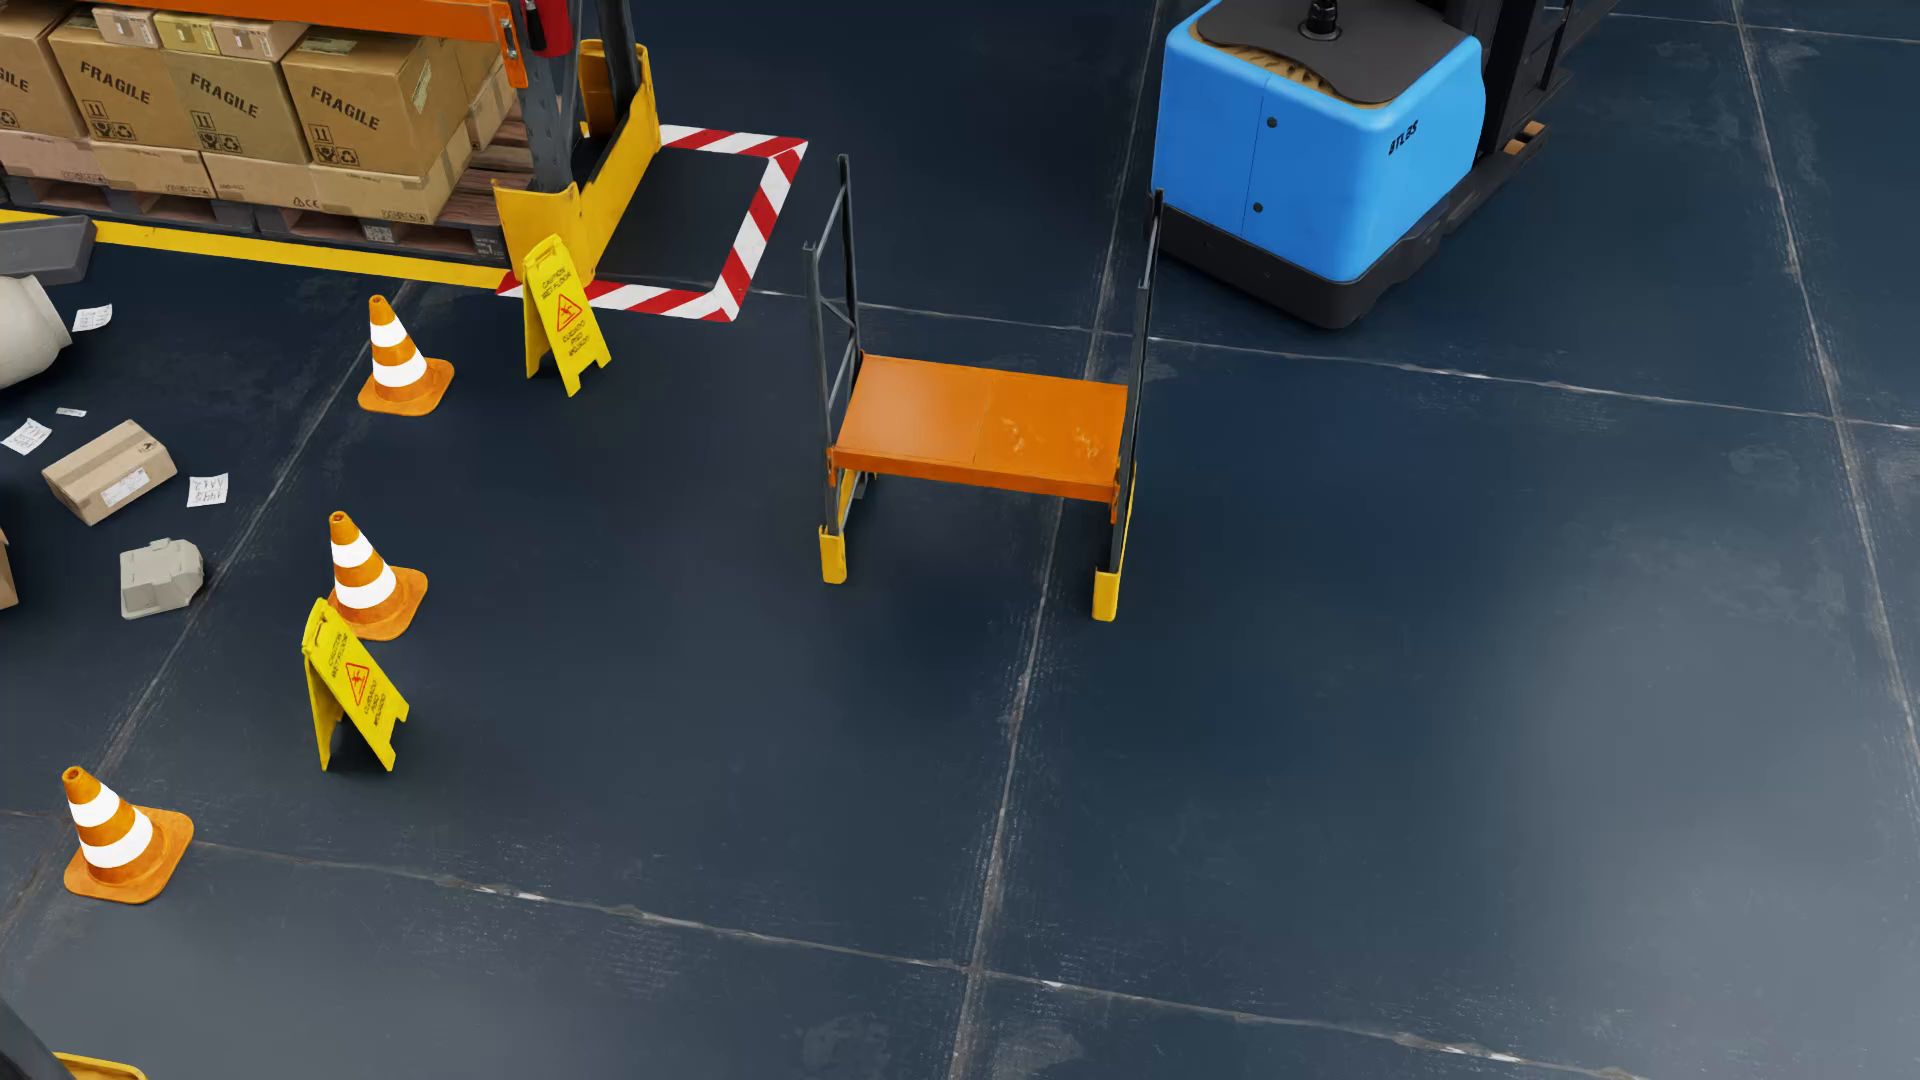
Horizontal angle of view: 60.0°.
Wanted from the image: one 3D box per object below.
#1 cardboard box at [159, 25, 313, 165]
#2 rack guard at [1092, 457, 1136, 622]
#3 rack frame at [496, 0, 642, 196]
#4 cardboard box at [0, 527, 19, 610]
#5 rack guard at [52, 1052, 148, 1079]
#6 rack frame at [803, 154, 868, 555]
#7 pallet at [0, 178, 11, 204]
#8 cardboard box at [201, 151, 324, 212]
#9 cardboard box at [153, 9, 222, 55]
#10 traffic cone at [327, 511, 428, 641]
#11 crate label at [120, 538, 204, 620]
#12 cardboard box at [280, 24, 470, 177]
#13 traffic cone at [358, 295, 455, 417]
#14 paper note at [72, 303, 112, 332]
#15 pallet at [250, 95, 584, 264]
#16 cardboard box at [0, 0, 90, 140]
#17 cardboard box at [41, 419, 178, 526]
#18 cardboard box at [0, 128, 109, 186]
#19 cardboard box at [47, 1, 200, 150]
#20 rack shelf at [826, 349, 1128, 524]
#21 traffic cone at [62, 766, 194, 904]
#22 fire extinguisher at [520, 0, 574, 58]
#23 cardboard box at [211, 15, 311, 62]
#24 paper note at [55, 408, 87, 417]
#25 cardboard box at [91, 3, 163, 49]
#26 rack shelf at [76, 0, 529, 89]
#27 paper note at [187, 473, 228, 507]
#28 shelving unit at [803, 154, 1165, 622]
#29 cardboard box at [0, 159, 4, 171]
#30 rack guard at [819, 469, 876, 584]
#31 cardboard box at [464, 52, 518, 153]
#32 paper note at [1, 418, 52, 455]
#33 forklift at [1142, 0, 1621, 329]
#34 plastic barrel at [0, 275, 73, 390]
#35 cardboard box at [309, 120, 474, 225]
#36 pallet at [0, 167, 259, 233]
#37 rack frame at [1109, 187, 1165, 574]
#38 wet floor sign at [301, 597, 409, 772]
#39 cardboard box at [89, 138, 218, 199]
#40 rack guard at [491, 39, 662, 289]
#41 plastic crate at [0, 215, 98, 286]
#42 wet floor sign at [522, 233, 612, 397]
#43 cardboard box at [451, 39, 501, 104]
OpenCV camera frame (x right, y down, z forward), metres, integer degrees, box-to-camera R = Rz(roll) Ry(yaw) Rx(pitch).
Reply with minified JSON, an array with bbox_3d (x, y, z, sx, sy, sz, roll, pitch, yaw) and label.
[{"bbox_3d":[-2.963,-1.973,7.068,0.500,0.500,0.500,9,49,8],"label":"cardboard box"},{"bbox_3d":[0.565,-0.008,6.089,0.087,0.250,0.587,8,49,7],"label":"rack guard"},{"bbox_3d":[-1.614,-2.520,6.497,0.127,3.000,1.000,8,49,7],"label":"rack frame"},{"bbox_3d":[-3.793,-0.064,5.970,0.637,0.503,0.797,-23,52,-19],"label":"cardboard box"},{"bbox_3d":[-2.371,1.956,4.157,0.348,0.500,1.175,8,49,7],"label":"rack guard"},{"bbox_3d":[-0.416,-0.557,5.742,0.032,1.500,0.500,8,49,7],"label":"rack frame"},{"bbox_3d":[-4.883,-2.054,7.953,1.213,0.211,1.003,8,49,7],"label":"pallet"},{"bbox_3d":[-2.966,-1.725,7.350,0.500,0.250,0.500,8,49,7],"label":"cardboard box"},{"bbox_3d":[-3.069,-2.158,6.799,0.250,0.149,0.380,8,49,7],"label":"cardboard box"},{"bbox_3d":[-2.129,0.073,5.873,0.334,0.463,0.336,8,49,7],"label":"traffic cone"},{"bbox_3d":[-2.914,0.123,6.047,0.298,0.136,0.250,-15,50,-13],"label":"crate label"},{"bbox_3d":[-2.449,-1.907,7.009,0.500,0.500,0.500,8,49,7],"label":"cardboard box"},{"bbox_3d":[-2.266,-0.784,6.644,0.334,0.463,0.336,8,49,7],"label":"traffic cone"},{"bbox_3d":[-3.696,-0.949,7.082,0.148,0.019,0.142,-7,48,-7],"label":"paper note"},{"bbox_3d":[-2.482,-1.731,7.663,1.213,0.211,1.003,8,49,7],"label":"pallet"},{"bbox_3d":[-3.979,-2.113,7.194,0.500,0.500,0.500,10,49,9],"label":"cardboard box"},{"bbox_3d":[-3.262,-0.261,6.385,0.250,0.149,0.380,32,56,26],"label":"cardboard box"},{"bbox_3d":[-3.968,-1.864,7.474,0.500,0.250,0.500,7,48,6],"label":"cardboard box"},{"bbox_3d":[-3.458,-2.045,7.133,0.500,0.500,0.500,7,48,6],"label":"cardboard box"},{"bbox_3d":[0.084,-0.370,5.816,1.000,0.185,0.538,8,49,7],"label":"rack shelf"},{"bbox_3d":[-2.665,0.855,5.170,0.334,0.463,0.336,8,49,7],"label":"traffic cone"},{"bbox_3d":[-1.583,-2.141,6.209,0.183,0.674,0.296,8,49,7],"label":"fire extinguisher"},{"bbox_3d":[-2.822,-2.123,6.767,0.250,0.149,0.380,9,49,8],"label":"cardboard box"},{"bbox_3d":[-3.586,-0.516,6.706,0.123,0.001,0.032,8,49,7],"label":"paper note"},{"bbox_3d":[-3.328,-2.195,6.831,0.250,0.149,0.380,10,49,8],"label":"cardboard box"},{"bbox_3d":[-3.582,-2.544,7.003,4.000,0.370,1.077,8,49,7],"label":"rack shelf"},{"bbox_3d":[-2.898,-0.195,6.405,0.142,0.019,0.148,-7,48,-7],"label":"paper note"},{"bbox_3d":[0.075,-0.491,5.683,1.083,1.500,0.587,8,49,7],"label":"shelving unit"},{"bbox_3d":[-4.490,-1.932,7.536,0.500,0.250,0.500,10,49,9],"label":"cardboard box"},{"bbox_3d":[-0.415,-0.139,6.207,0.087,0.250,0.587,8,49,7],"label":"rack guard"},{"bbox_3d":[-2.358,-2.050,7.642,0.500,0.250,0.500,7,48,7],"label":"cardboard box"},{"bbox_3d":[-3.707,-0.414,6.609,0.142,0.019,0.148,23,52,20],"label":"paper note"},{"bbox_3d":[2.136,-2.895,6.881,1.130,2.935,3.031,32,55,25],"label":"forklift"},{"bbox_3d":[-3.916,-0.824,6.705,0.512,0.421,0.421,-32,55,-25],"label":"plastic barrel"},{"bbox_3d":[-2.481,-1.654,7.286,0.500,0.250,0.500,7,48,7],"label":"cardboard box"},{"bbox_3d":[-3.679,-1.894,7.810,1.213,0.211,1.003,8,49,7],"label":"pallet"},{"bbox_3d":[0.584,-0.423,5.622,0.032,1.500,0.500,8,49,7],"label":"rack frame"},{"bbox_3d":[-2.014,0.459,5.404,0.232,0.644,0.267,0,48,0],"label":"wet floor sign"},{"bbox_3d":[-3.481,-1.790,7.408,0.500,0.250,0.500,6,48,5],"label":"cardboard box"},{"bbox_3d":[-1.689,-1.694,7.436,0.348,0.500,1.175,8,49,7],"label":"rack guard"},{"bbox_3d":[-4.151,-1.265,7.333,0.583,0.080,0.402,-7,48,-7],"label":"plastic crate"},{"bbox_3d":[-1.617,-0.924,6.647,0.232,0.644,0.267,23,52,20],"label":"wet floor sign"},{"bbox_3d":[-2.382,-2.303,7.365,0.500,0.500,0.500,6,48,6],"label":"cardboard box"}]
